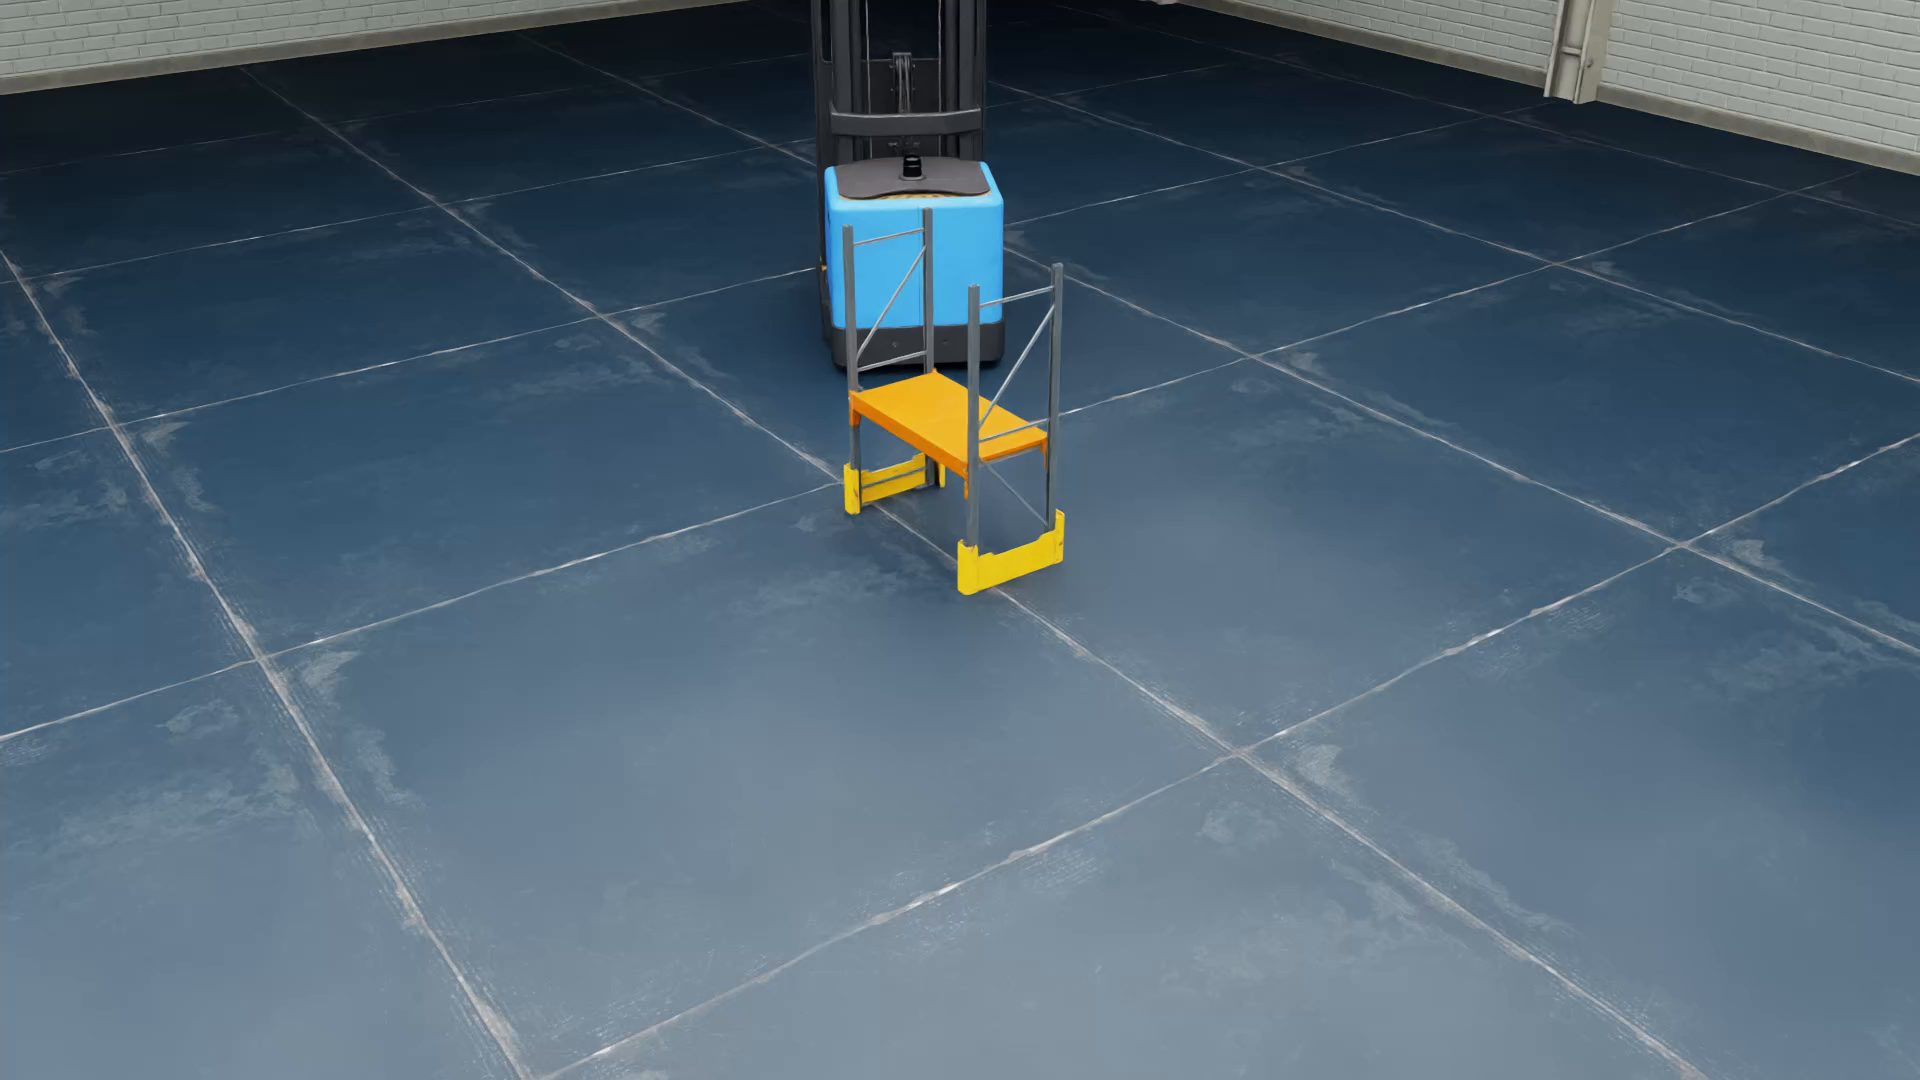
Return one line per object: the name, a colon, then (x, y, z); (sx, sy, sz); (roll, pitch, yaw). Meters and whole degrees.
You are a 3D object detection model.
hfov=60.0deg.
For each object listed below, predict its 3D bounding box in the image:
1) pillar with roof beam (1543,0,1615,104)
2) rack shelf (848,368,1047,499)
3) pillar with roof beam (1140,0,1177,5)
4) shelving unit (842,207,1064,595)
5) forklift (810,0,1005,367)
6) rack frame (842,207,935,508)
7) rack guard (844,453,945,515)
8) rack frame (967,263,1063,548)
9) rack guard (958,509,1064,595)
pillar with roof beam: (2.419, -7.056, 11.814); (9.100, 9.000, 0.400); (-19, 34, -31)
rack shelf: (-0.049, -0.534, 8.039); (0.538, 0.185, 1.000); (-19, 34, -31)
pillar with roof beam: (-1.061, -9.389, 16.109); (9.100, 9.000, 0.400); (-19, 34, -31)
shelving unit: (-0.044, -0.689, 7.947); (0.587, 1.500, 1.083); (-19, 34, -31)
forklift: (-0.410, -3.010, 10.720); (1.130, 2.935, 3.031); (-3, 29, -6)
rack frame: (-0.344, -0.890, 8.317); (0.500, 1.500, 0.032); (-19, 34, -31)
rack guard: (-0.333, -0.333, 8.601); (0.587, 0.250, 0.087); (-19, 34, -31)
rack frame: (0.245, -0.495, 7.589); (0.500, 1.500, 0.032); (-19, 34, -31)
rack guard: (0.245, 0.054, 7.888); (0.587, 0.250, 0.087); (-19, 34, -31)
